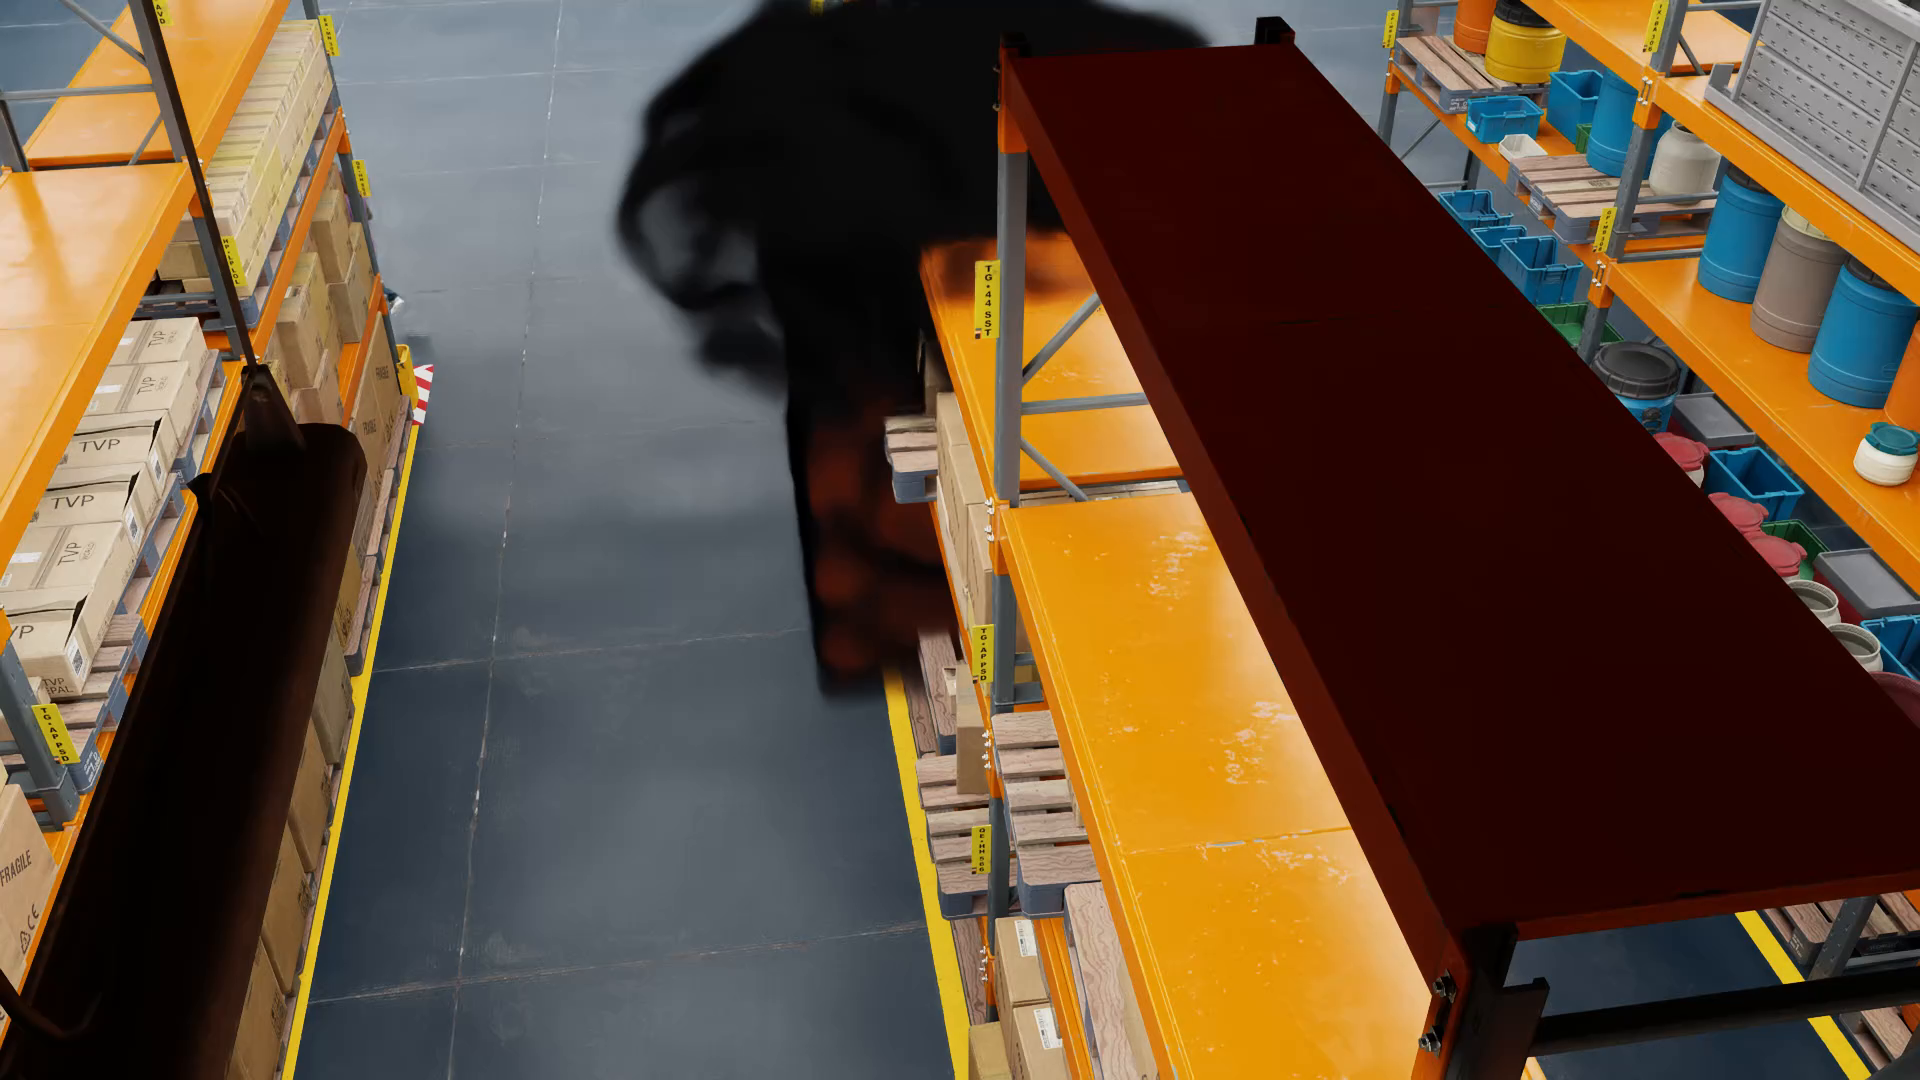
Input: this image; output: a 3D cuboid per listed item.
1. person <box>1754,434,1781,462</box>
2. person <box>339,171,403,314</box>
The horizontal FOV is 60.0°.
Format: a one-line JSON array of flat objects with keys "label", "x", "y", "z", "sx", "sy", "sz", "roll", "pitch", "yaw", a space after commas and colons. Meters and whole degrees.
[{"label": "person", "x": 6.890, "y": -1.312, "z": 13.800, "sx": 0.692, "sy": 1.726, "sz": 0.598, "roll": -9, "pitch": 37, "yaw": -12}, {"label": "person", "x": -5.801, "y": -2.792, "z": 15.977, "sx": 0.750, "sy": 1.572, "sz": 0.569, "roll": 16, "pitch": 39, "yaw": 21}]
